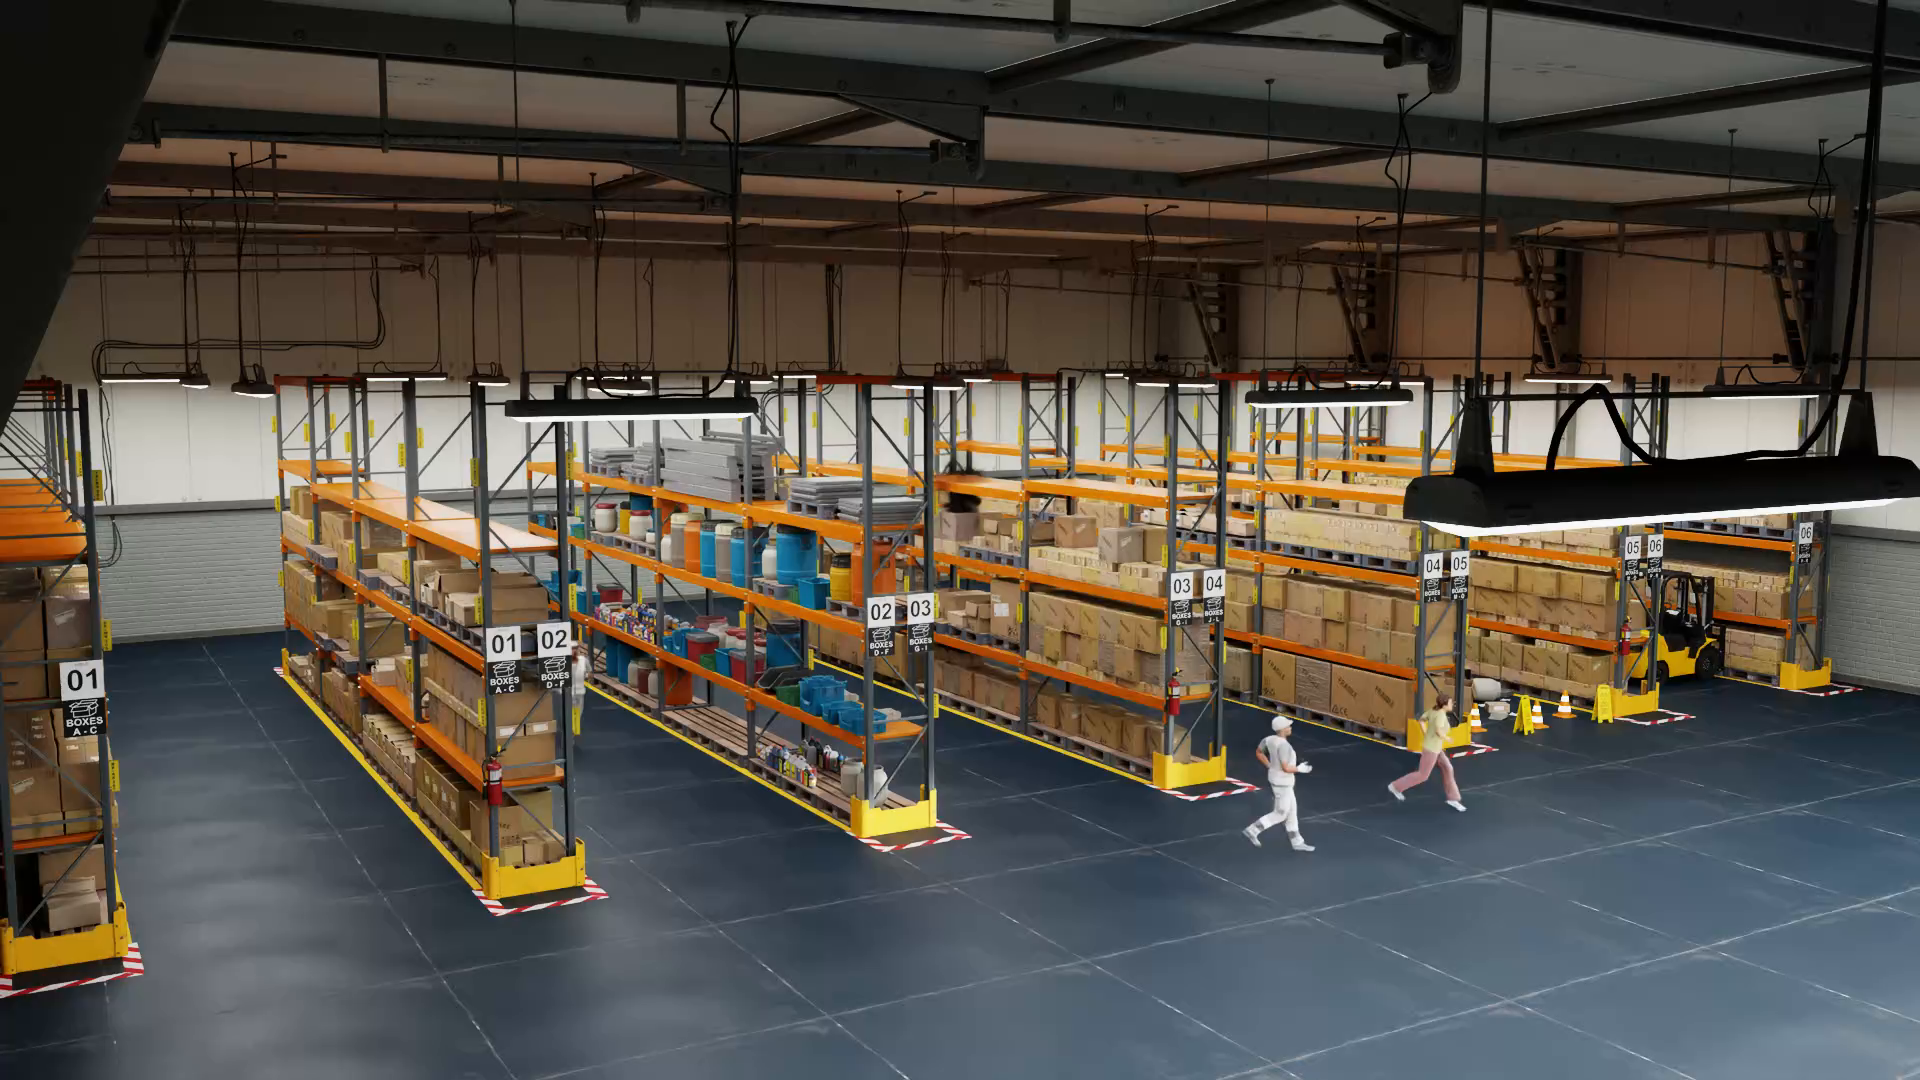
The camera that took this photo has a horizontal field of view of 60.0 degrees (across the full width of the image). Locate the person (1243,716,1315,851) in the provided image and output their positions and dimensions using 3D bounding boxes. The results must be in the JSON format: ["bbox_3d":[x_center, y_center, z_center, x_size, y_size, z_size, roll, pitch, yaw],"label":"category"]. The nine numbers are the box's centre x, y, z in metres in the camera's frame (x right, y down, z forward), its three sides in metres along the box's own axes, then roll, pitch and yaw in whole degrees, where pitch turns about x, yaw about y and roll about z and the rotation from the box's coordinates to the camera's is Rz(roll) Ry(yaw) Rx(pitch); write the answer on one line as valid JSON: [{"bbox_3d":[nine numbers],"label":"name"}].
[{"bbox_3d":[4.077,3.117,21.184,0.977,1.782,0.658,-1,6,-6],"label":"person"}]

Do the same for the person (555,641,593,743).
[{"bbox_3d":[-6.281,2.517,26.970,0.667,1.802,0.752,-4,7,-32],"label":"person"}]

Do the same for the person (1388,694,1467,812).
[{"bbox_3d":[6.559,2.976,23.274,1.095,1.660,0.582,1,6,7],"label":"person"}]

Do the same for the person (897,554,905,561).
[{"bbox_3d":[-1.490,1.172,39.638,0.766,1.674,0.619,-1,6,-9],"label":"person"}]
